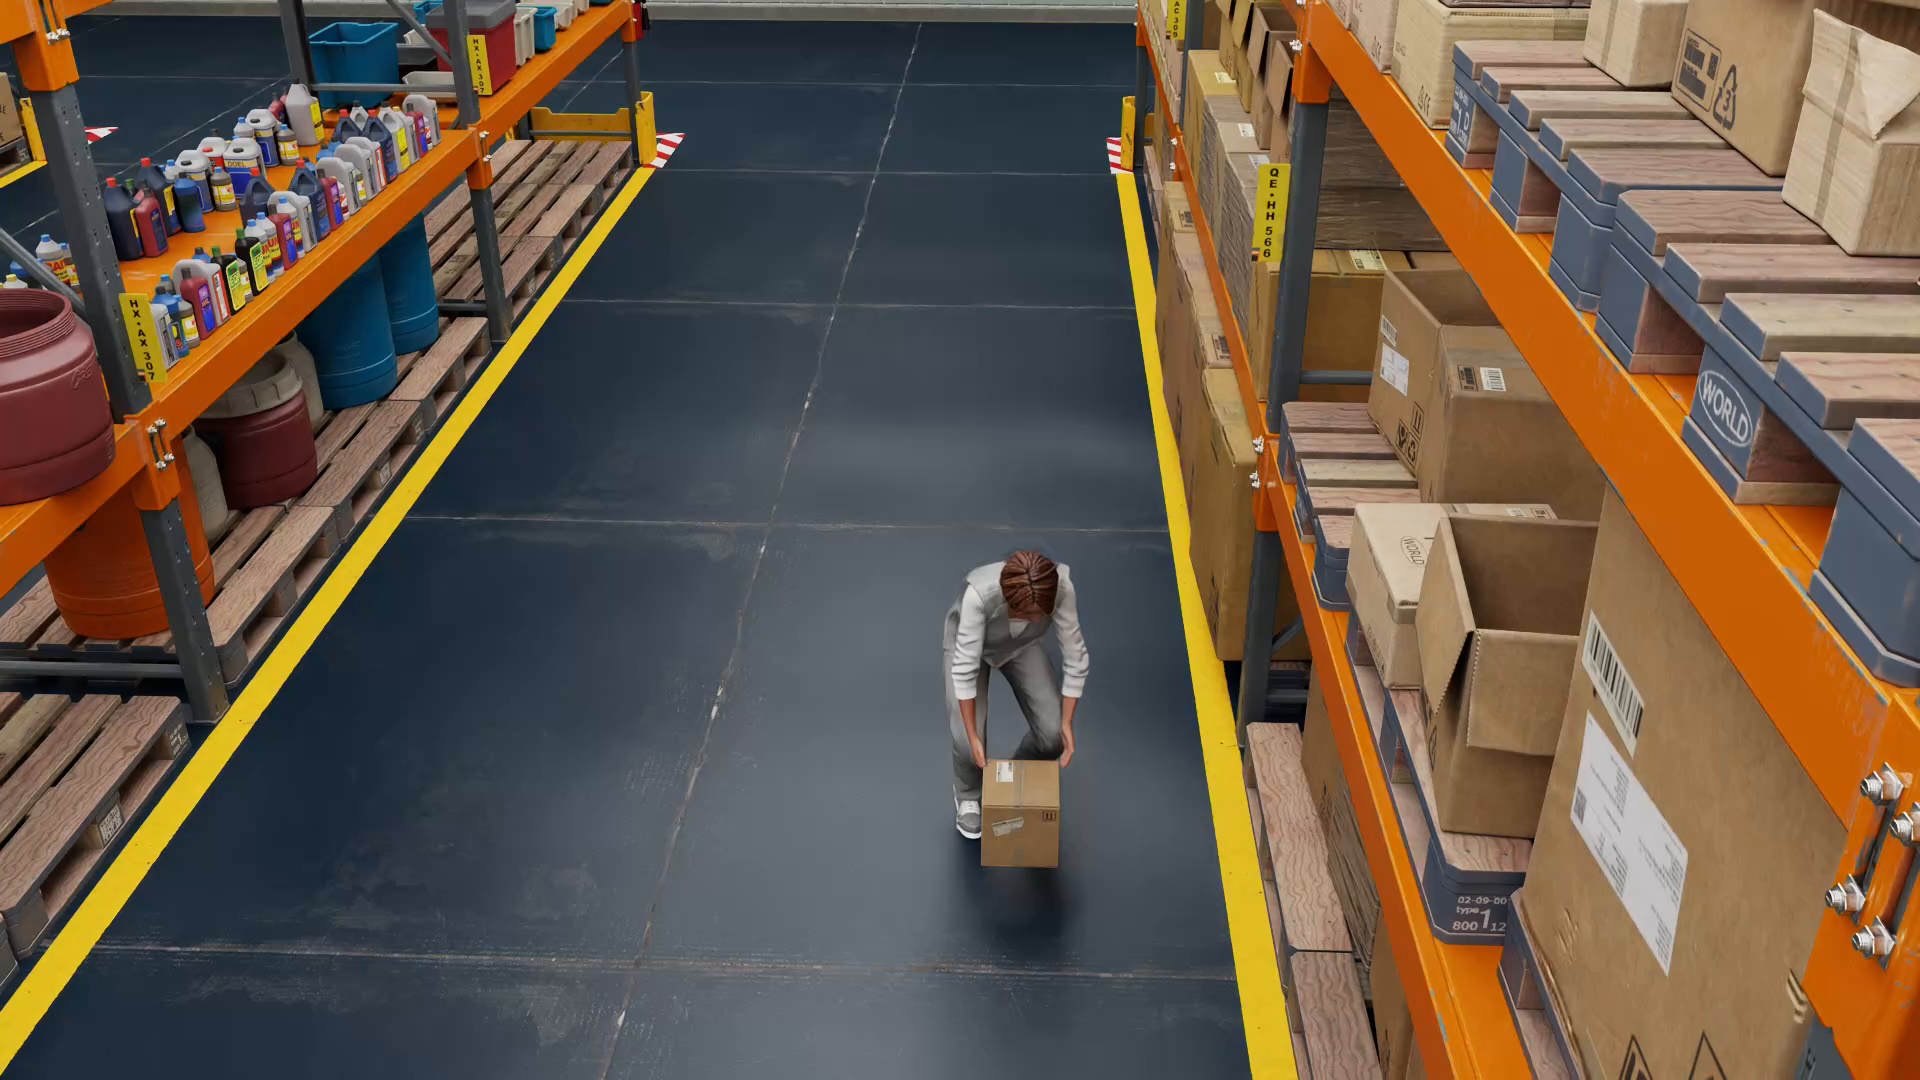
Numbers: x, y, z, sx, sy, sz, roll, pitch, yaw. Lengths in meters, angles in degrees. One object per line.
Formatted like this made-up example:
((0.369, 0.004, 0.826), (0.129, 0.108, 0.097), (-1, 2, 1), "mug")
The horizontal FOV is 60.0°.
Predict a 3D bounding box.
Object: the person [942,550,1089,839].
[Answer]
((0.180, 0.477, 5.671), (0.462, 1.203, 0.698), (-4, 29, -8), "person")
